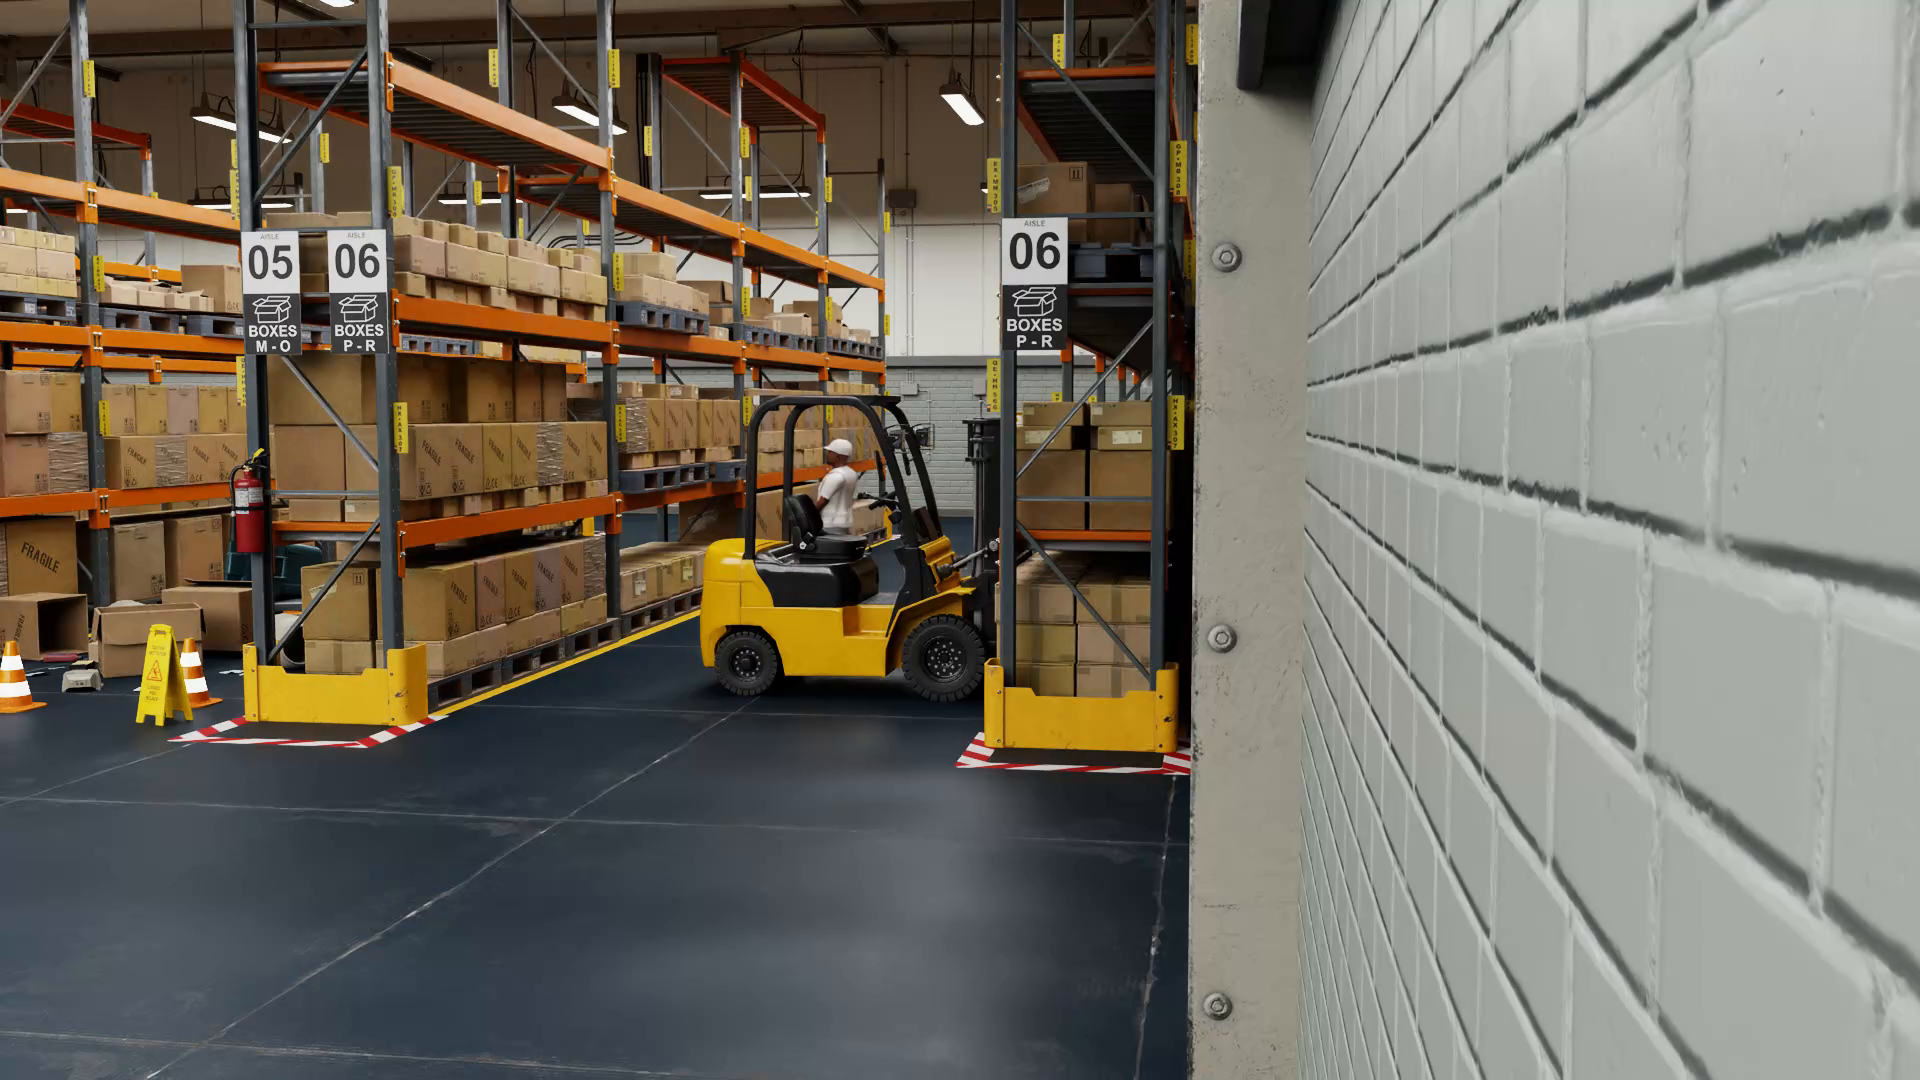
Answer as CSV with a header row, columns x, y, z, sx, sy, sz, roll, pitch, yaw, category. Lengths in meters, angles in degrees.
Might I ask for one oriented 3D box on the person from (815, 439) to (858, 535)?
x,y,z,sx,sy,sz,roll,pitch,yaw,category
-1.333,-0.125,16.588,0.571,1.770,0.516,1,5,14,person
